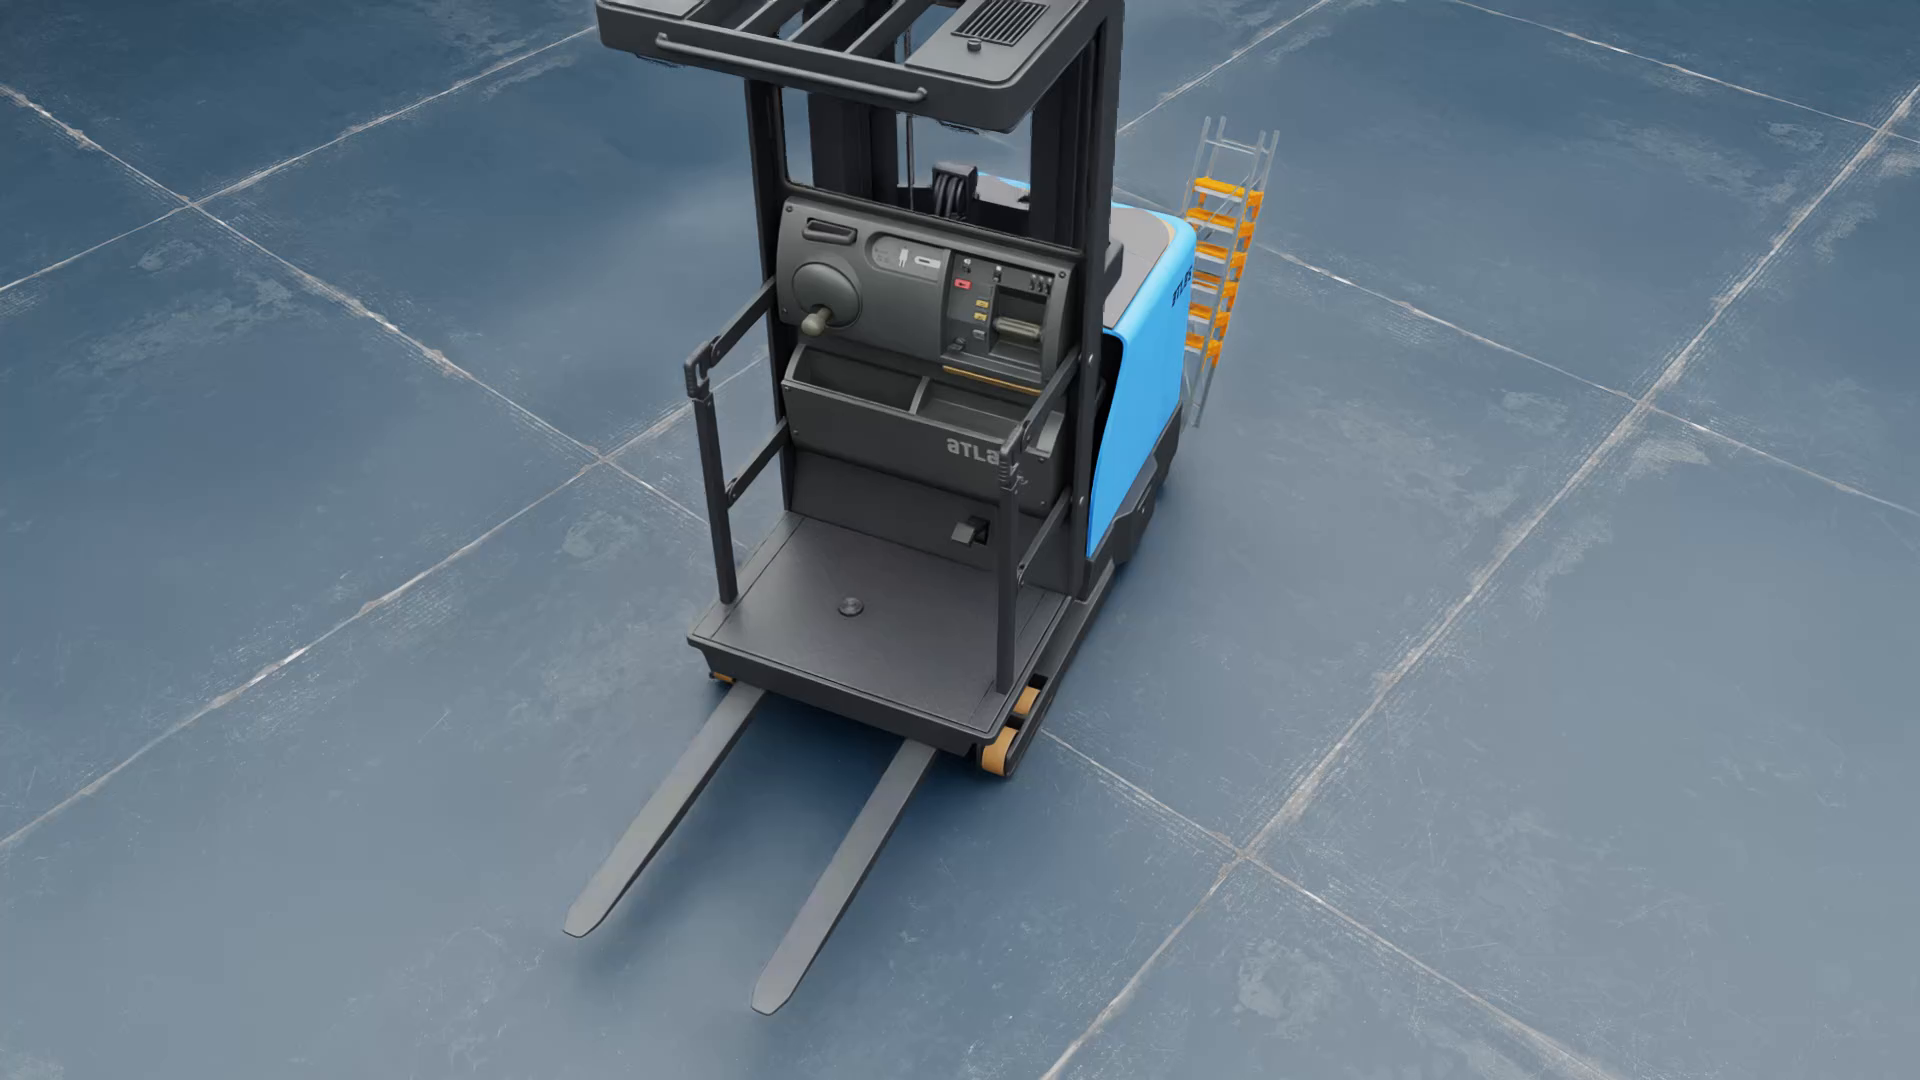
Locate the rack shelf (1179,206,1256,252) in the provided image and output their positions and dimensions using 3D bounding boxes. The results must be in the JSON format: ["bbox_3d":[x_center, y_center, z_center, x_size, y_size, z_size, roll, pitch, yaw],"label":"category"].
[{"bbox_3d":[0.990,-1.206,6.442,0.258,0.103,0.180,21,22,22],"label":"rack shelf"}]

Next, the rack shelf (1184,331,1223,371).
[{"bbox_3d":[0.891,-0.766,6.607,0.258,0.103,0.180,21,22,22],"label":"rack shelf"}]

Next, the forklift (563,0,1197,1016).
[{"bbox_3d":[-0.205,-0.653,4.790,1.130,2.935,3.031,17,45,17],"label":"forklift"}]

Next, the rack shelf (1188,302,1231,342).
[{"bbox_3d":[0.916,-0.876,6.565,0.258,0.103,0.180,21,22,22],"label":"rack shelf"}]

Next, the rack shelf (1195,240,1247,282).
[{"bbox_3d":[0.966,-1.096,6.483,0.258,0.103,0.180,21,22,22],"label":"rack shelf"}]

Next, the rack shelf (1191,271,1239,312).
[{"bbox_3d":[0.941,-0.986,6.524,0.258,0.103,0.180,21,22,22],"label":"rack shelf"}]

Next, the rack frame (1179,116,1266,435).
[{"bbox_3d":[0.909,-1.007,6.430,0.240,1.200,0.006,21,22,22],"label":"rack frame"}]

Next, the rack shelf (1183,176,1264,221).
[{"bbox_3d":[1.015,-1.316,6.401,0.258,0.103,0.180,21,22,22],"label":"rack shelf"}]

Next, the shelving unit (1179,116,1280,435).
[{"bbox_3d":[0.950,-1.027,6.509,0.258,1.200,0.189,21,22,22],"label":"shelving unit"}]

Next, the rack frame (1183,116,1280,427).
[{"bbox_3d":[0.991,-1.047,6.588,0.240,1.200,0.006,21,22,22],"label":"rack frame"}]
